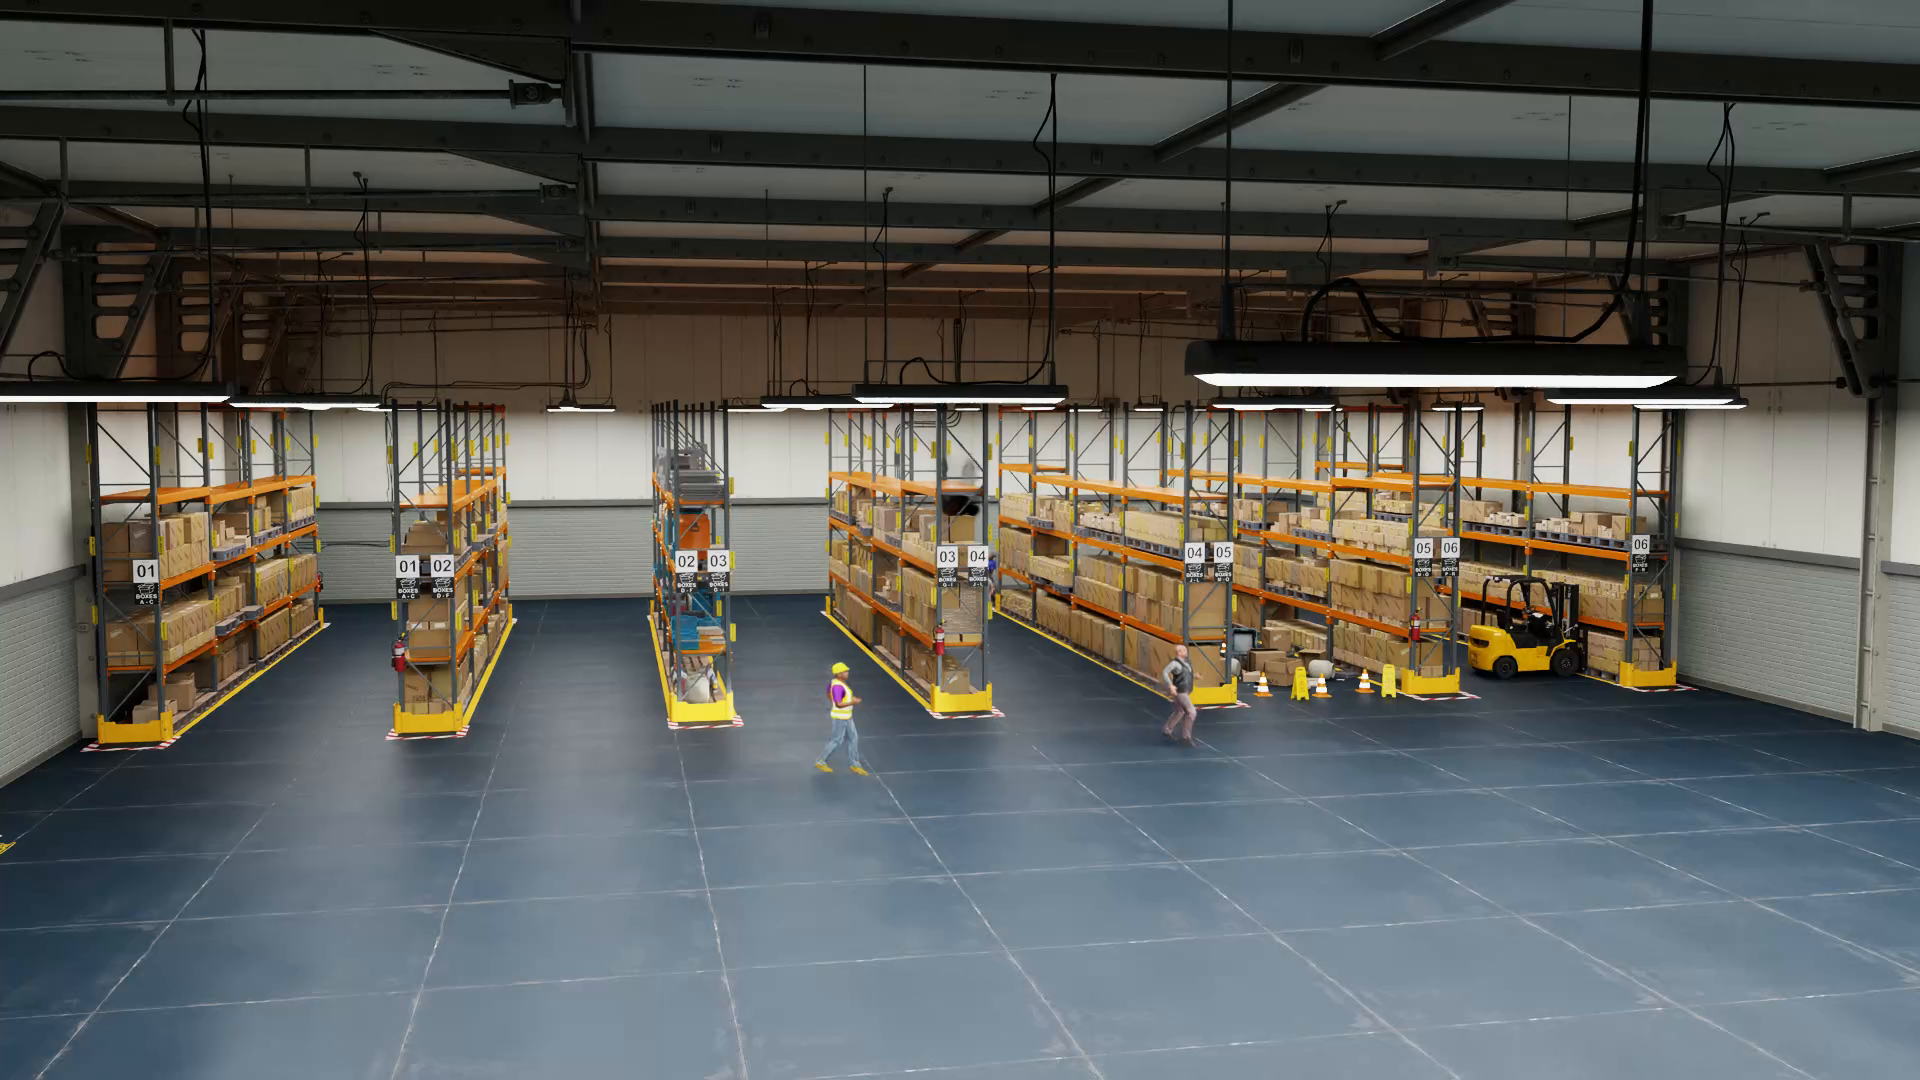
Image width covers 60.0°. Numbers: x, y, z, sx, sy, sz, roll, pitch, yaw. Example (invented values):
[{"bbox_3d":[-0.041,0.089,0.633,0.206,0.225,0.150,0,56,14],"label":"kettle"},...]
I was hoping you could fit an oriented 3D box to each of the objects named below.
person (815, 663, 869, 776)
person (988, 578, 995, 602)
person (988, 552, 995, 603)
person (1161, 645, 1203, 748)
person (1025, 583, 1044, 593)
[{"bbox_3d":[-1.880,2.841,26.296,0.845,1.808,0.683,1,4,7],"label":"person"},{"bbox_3d":[0.617,1.568,44.019,0.592,1.644,0.908,-1,4,-11],"label":"person"},{"bbox_3d":[0.777,1.166,49.858,0.776,1.615,0.708,-1,4,-7],"label":"person"},{"bbox_3d":[3.836,2.696,28.789,0.759,1.780,0.630,2,5,25],"label":"person"},{"bbox_3d":[2.256,1.053,50.033,0.568,1.687,0.675,0,4,-5],"label":"person"}]
